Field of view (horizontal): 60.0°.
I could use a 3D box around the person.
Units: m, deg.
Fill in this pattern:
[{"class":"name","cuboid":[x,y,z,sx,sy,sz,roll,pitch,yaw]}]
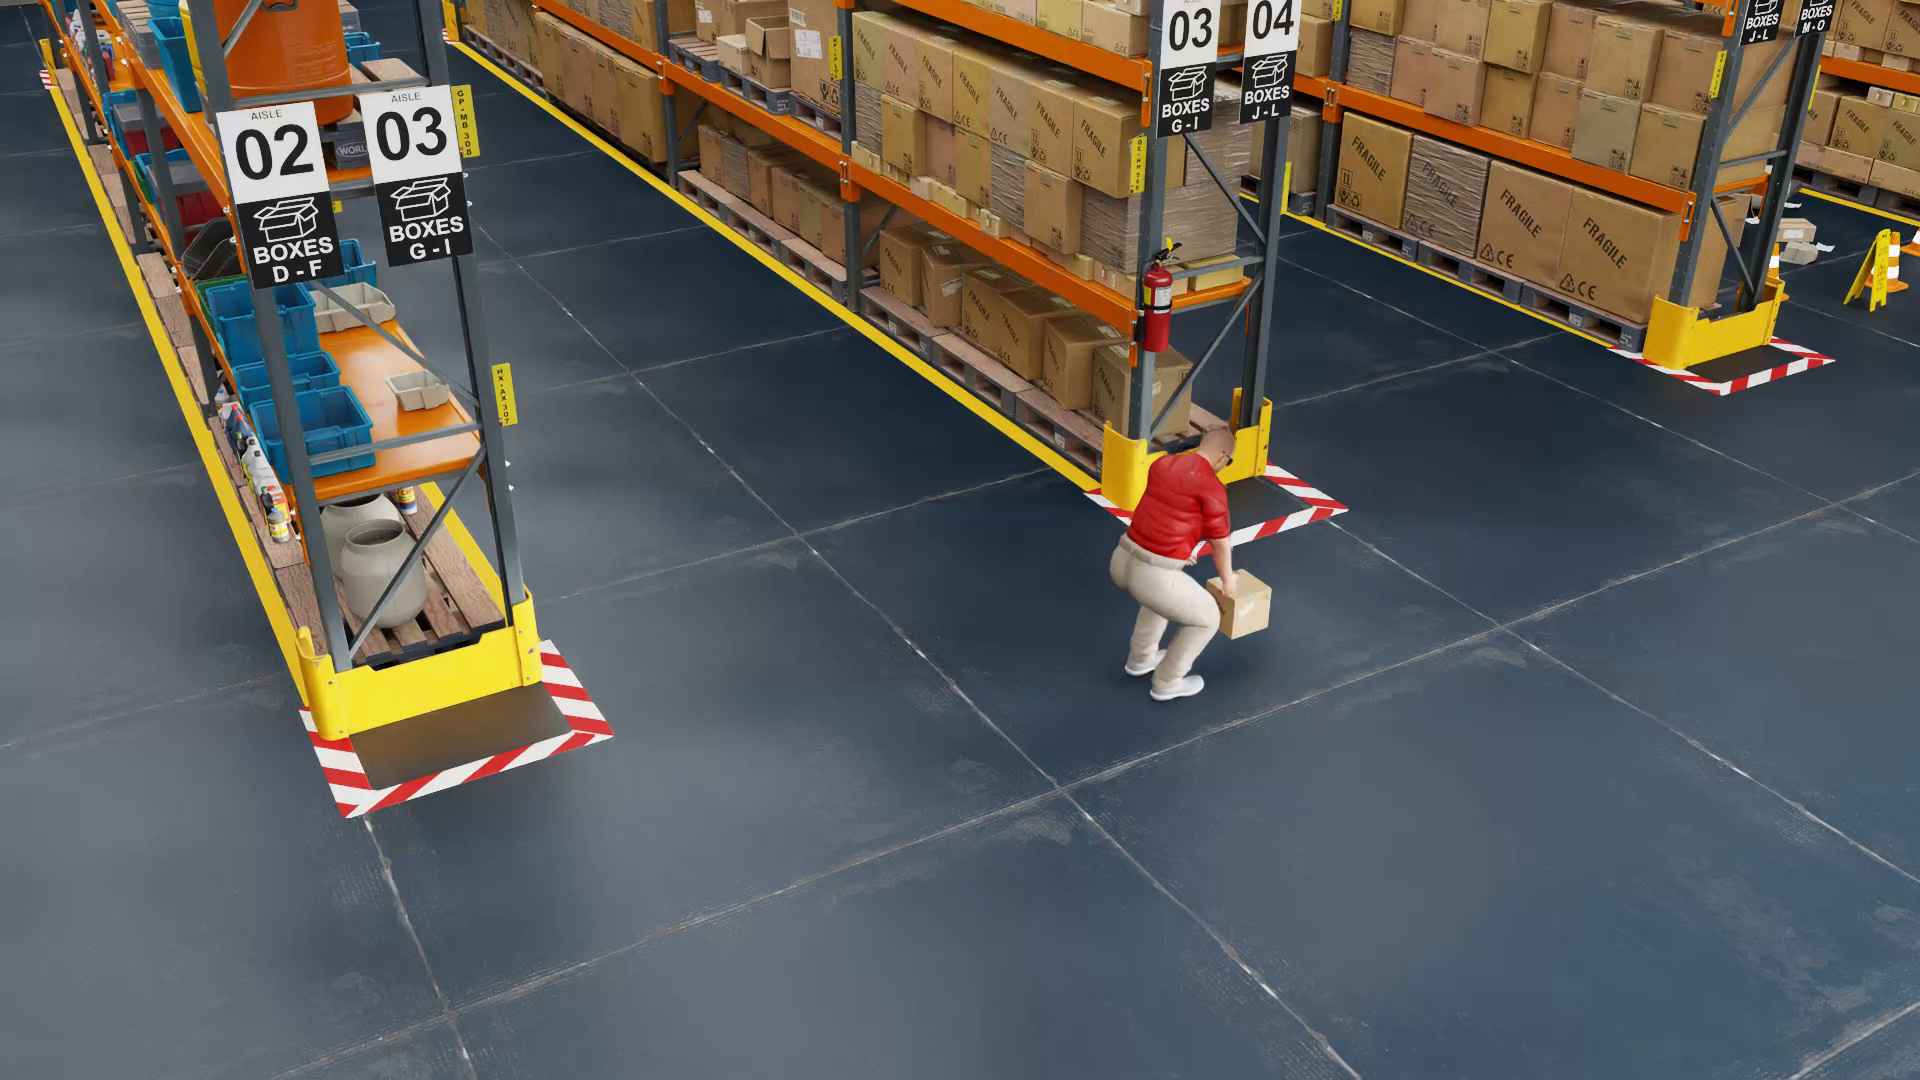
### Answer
[{"class":"person","cuboid":[1.108,0.116,8.711,0.706,1.410,0.590,-16,32,-26]}]
